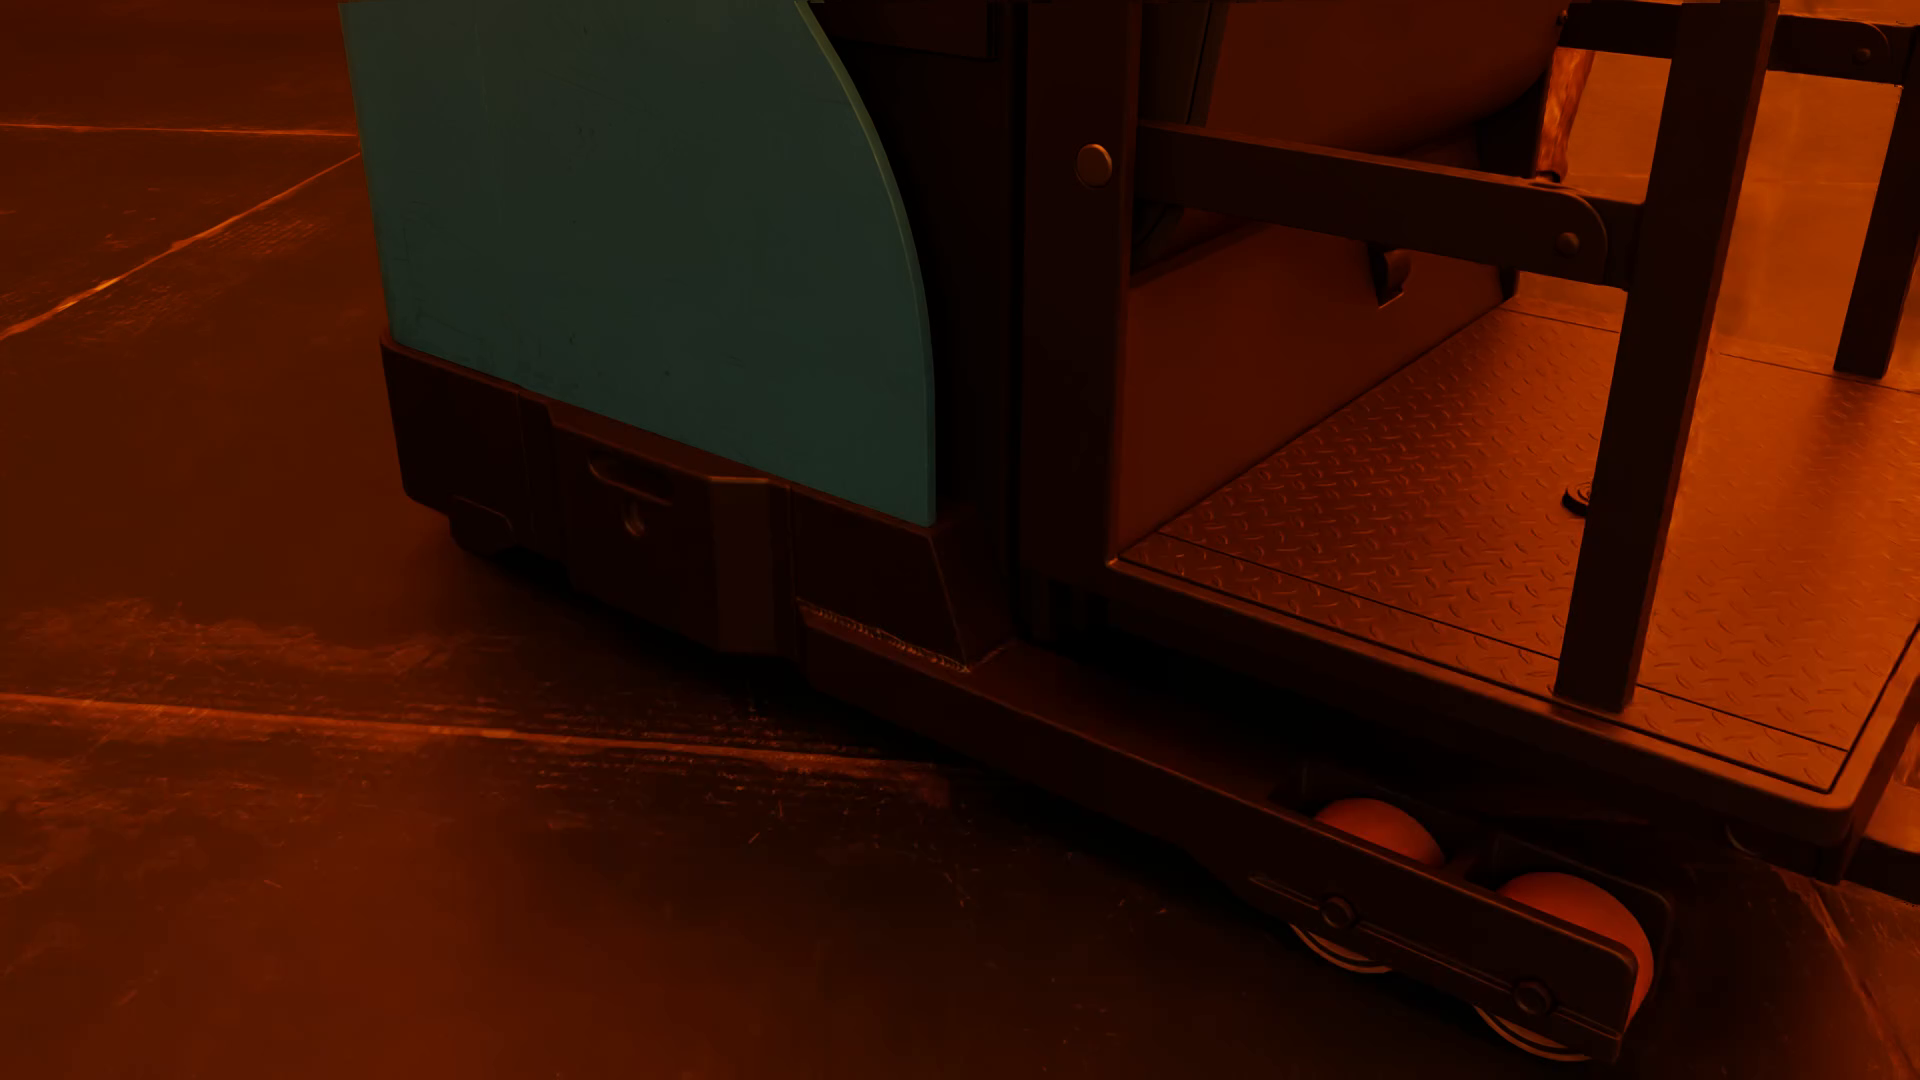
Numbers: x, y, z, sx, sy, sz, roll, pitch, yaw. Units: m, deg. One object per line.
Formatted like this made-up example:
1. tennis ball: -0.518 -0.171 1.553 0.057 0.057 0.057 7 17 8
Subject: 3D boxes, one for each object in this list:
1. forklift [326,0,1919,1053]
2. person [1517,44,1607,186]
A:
1. forklift: 0.616 -1.108 1.438 3.031 2.935 1.130 19 32 33
2. person: 1.418 -1.668 3.997 0.607 1.706 1.007 5 27 10
